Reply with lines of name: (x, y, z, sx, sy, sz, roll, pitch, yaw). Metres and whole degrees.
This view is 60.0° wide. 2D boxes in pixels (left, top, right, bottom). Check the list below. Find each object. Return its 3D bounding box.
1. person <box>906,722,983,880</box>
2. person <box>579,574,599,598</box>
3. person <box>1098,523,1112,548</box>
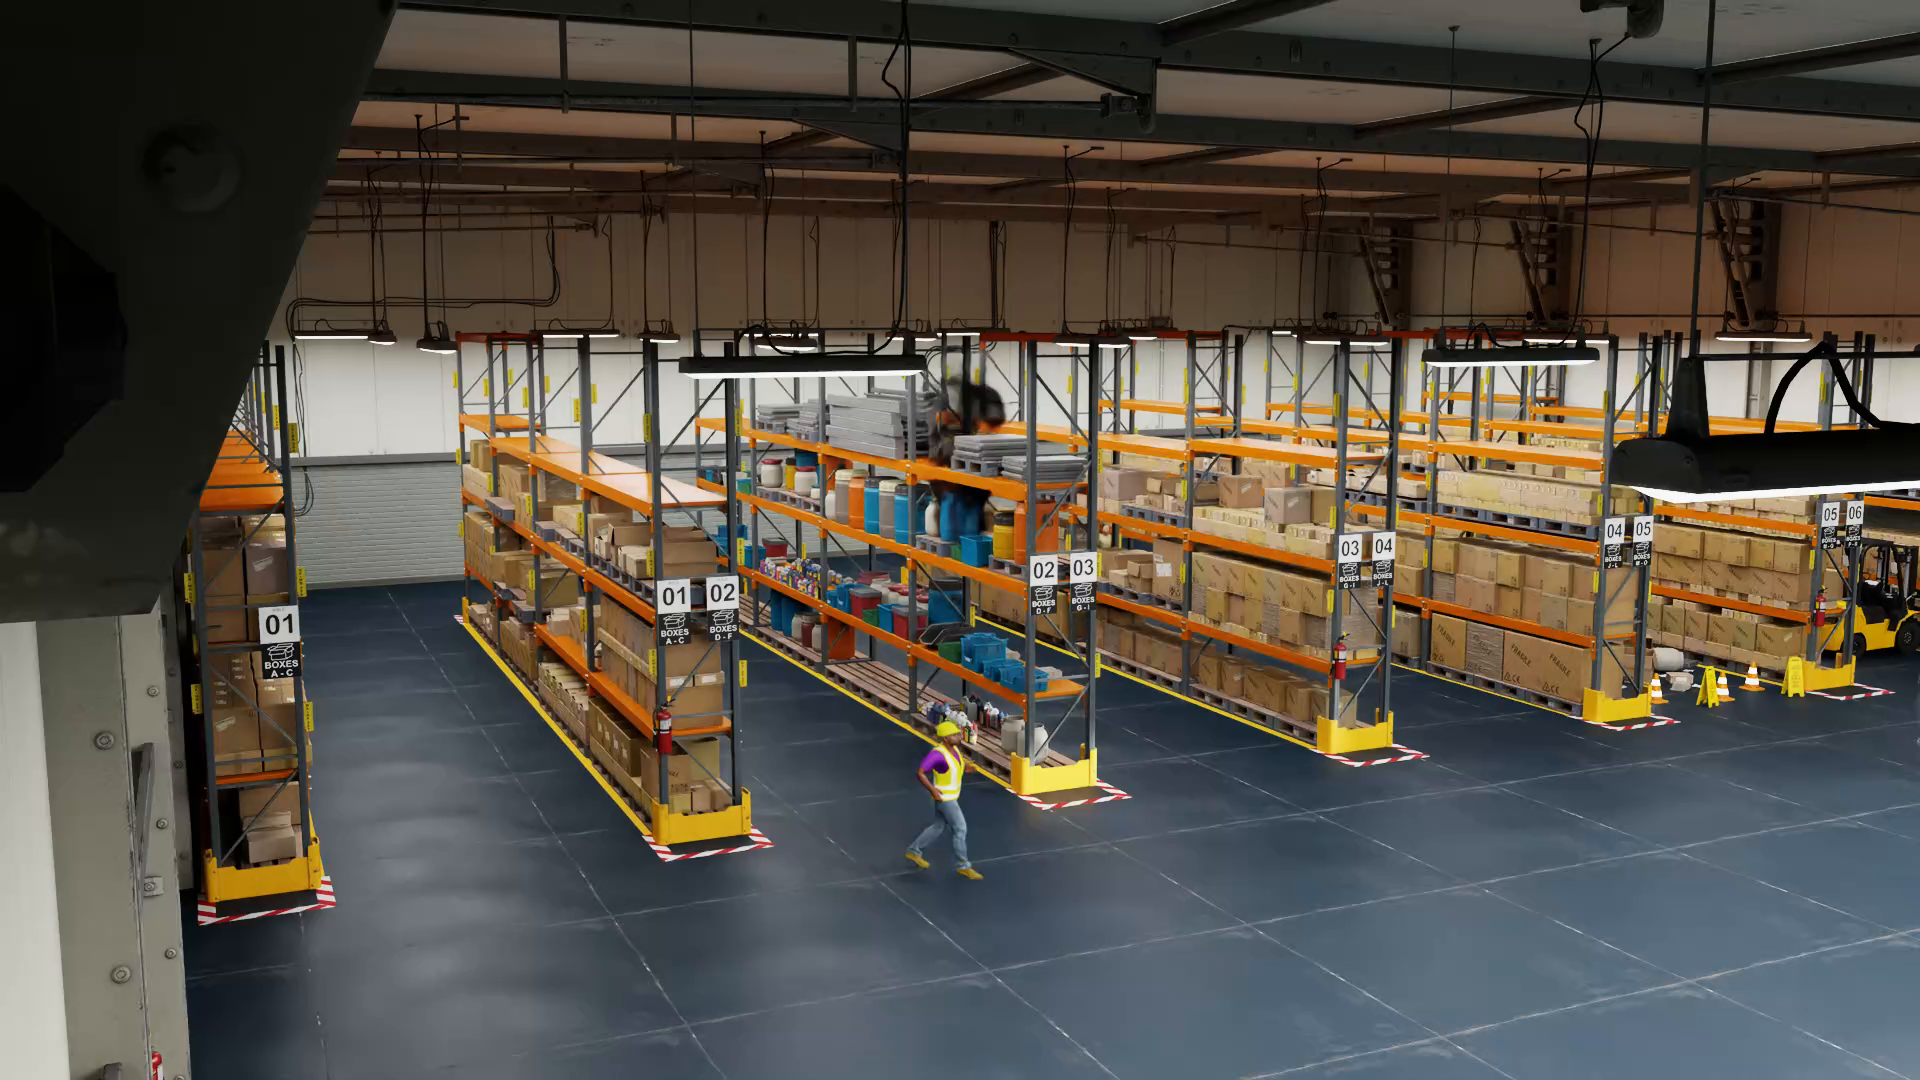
person: (-0.171, 2.926, 18.830, 0.902, 1.798, 0.675, 1, 8, 9)
person: (-7.734, 0.862, 34.633, 0.611, 1.688, 0.815, -5, 9, -32)
person: (3.284, 0.431, 37.604, 0.584, 1.645, 0.939, -4, 8, -24)
